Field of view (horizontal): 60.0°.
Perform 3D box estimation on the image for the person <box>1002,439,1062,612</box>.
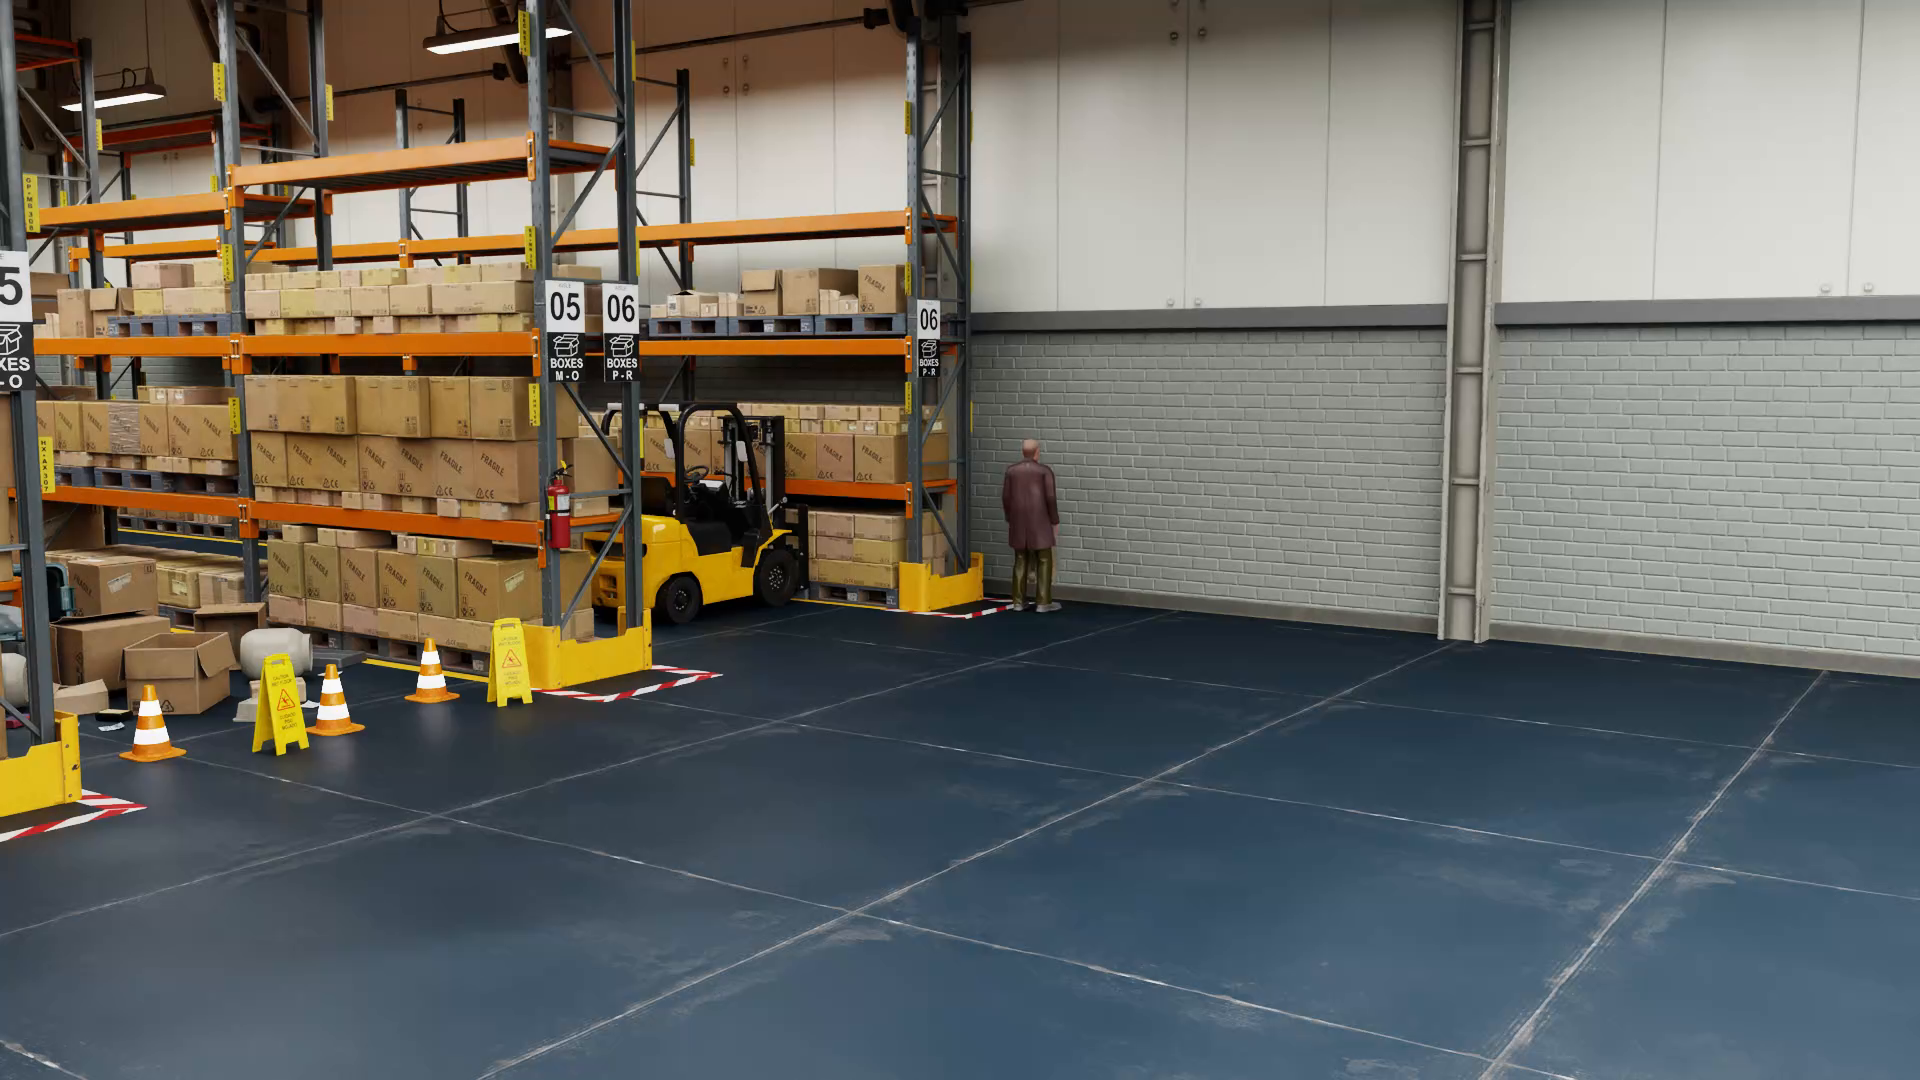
[{"bbox_3d":[0.734,-0.153,17.167,0.596,1.776,0.424,3,7,24],"label":"person"}]
